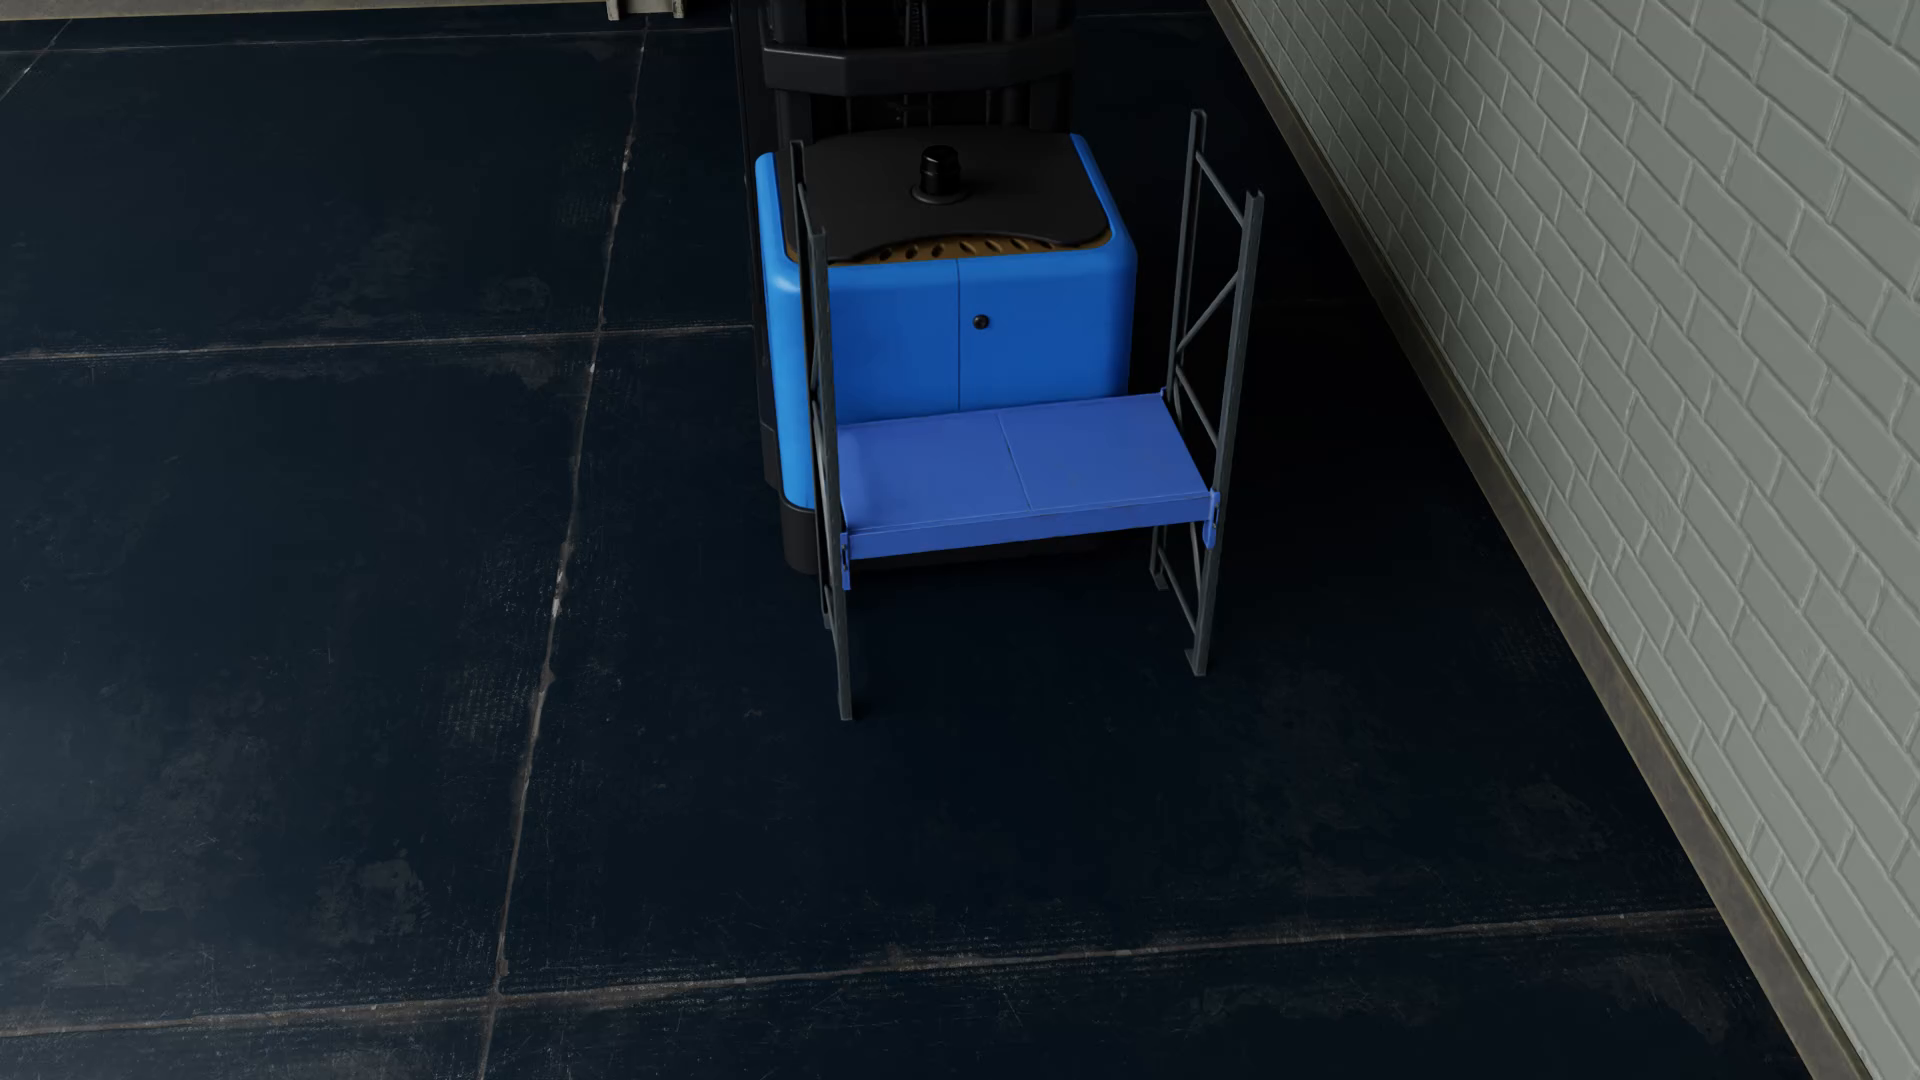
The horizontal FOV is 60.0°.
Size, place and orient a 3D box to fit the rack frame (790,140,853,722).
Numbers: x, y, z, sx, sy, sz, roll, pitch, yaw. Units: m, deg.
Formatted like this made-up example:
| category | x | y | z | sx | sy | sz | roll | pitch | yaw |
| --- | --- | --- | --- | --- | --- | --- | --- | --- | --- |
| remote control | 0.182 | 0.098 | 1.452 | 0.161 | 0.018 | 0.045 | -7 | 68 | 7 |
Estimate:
| category | x | y | z | sx | sy | sz | roll | pitch | yaw |
| --- | --- | --- | --- | --- | --- | --- | --- | --- | --- |
| rack frame | -0.356 | -0.238 | 4.341 | 0.032 | 1.500 | 0.500 | -6 | 39 | -8 |

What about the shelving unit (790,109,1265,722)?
| category | x | y | z | sx | sy | sz | roll | pitch | yaw |
| --- | --- | --- | --- | --- | --- | --- | --- | --- | --- |
| shelving unit | 0.144 | -0.294 | 4.412 | 1.048 | 1.500 | 0.538 | -6 | 39 | -8 |

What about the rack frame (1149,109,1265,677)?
| category | x | y | z | sx | sy | sz | roll | pitch | yaw |
| --- | --- | --- | --- | --- | --- | --- | --- | --- | --- |
| rack frame | 0.644 | -0.350 | 4.483 | 0.032 | 1.500 | 0.500 | -6 | 39 | -8 |

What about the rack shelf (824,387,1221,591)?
| category | x | y | z | sx | sy | sz | roll | pitch | yaw |
| --- | --- | --- | --- | --- | --- | --- | --- | --- | --- |
| rack shelf | 0.144 | -0.153 | 4.523 | 1.000 | 0.185 | 0.538 | -6 | 39 | -8 |

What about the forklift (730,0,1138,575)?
| category | x | y | z | sx | sy | sz | roll | pitch | yaw |
| --- | --- | --- | --- | --- | --- | --- | --- | --- | --- |
| forklift | -0.213 | -1.953 | 5.359 | 1.130 | 2.935 | 3.031 | -5 | 39 | -6 |
